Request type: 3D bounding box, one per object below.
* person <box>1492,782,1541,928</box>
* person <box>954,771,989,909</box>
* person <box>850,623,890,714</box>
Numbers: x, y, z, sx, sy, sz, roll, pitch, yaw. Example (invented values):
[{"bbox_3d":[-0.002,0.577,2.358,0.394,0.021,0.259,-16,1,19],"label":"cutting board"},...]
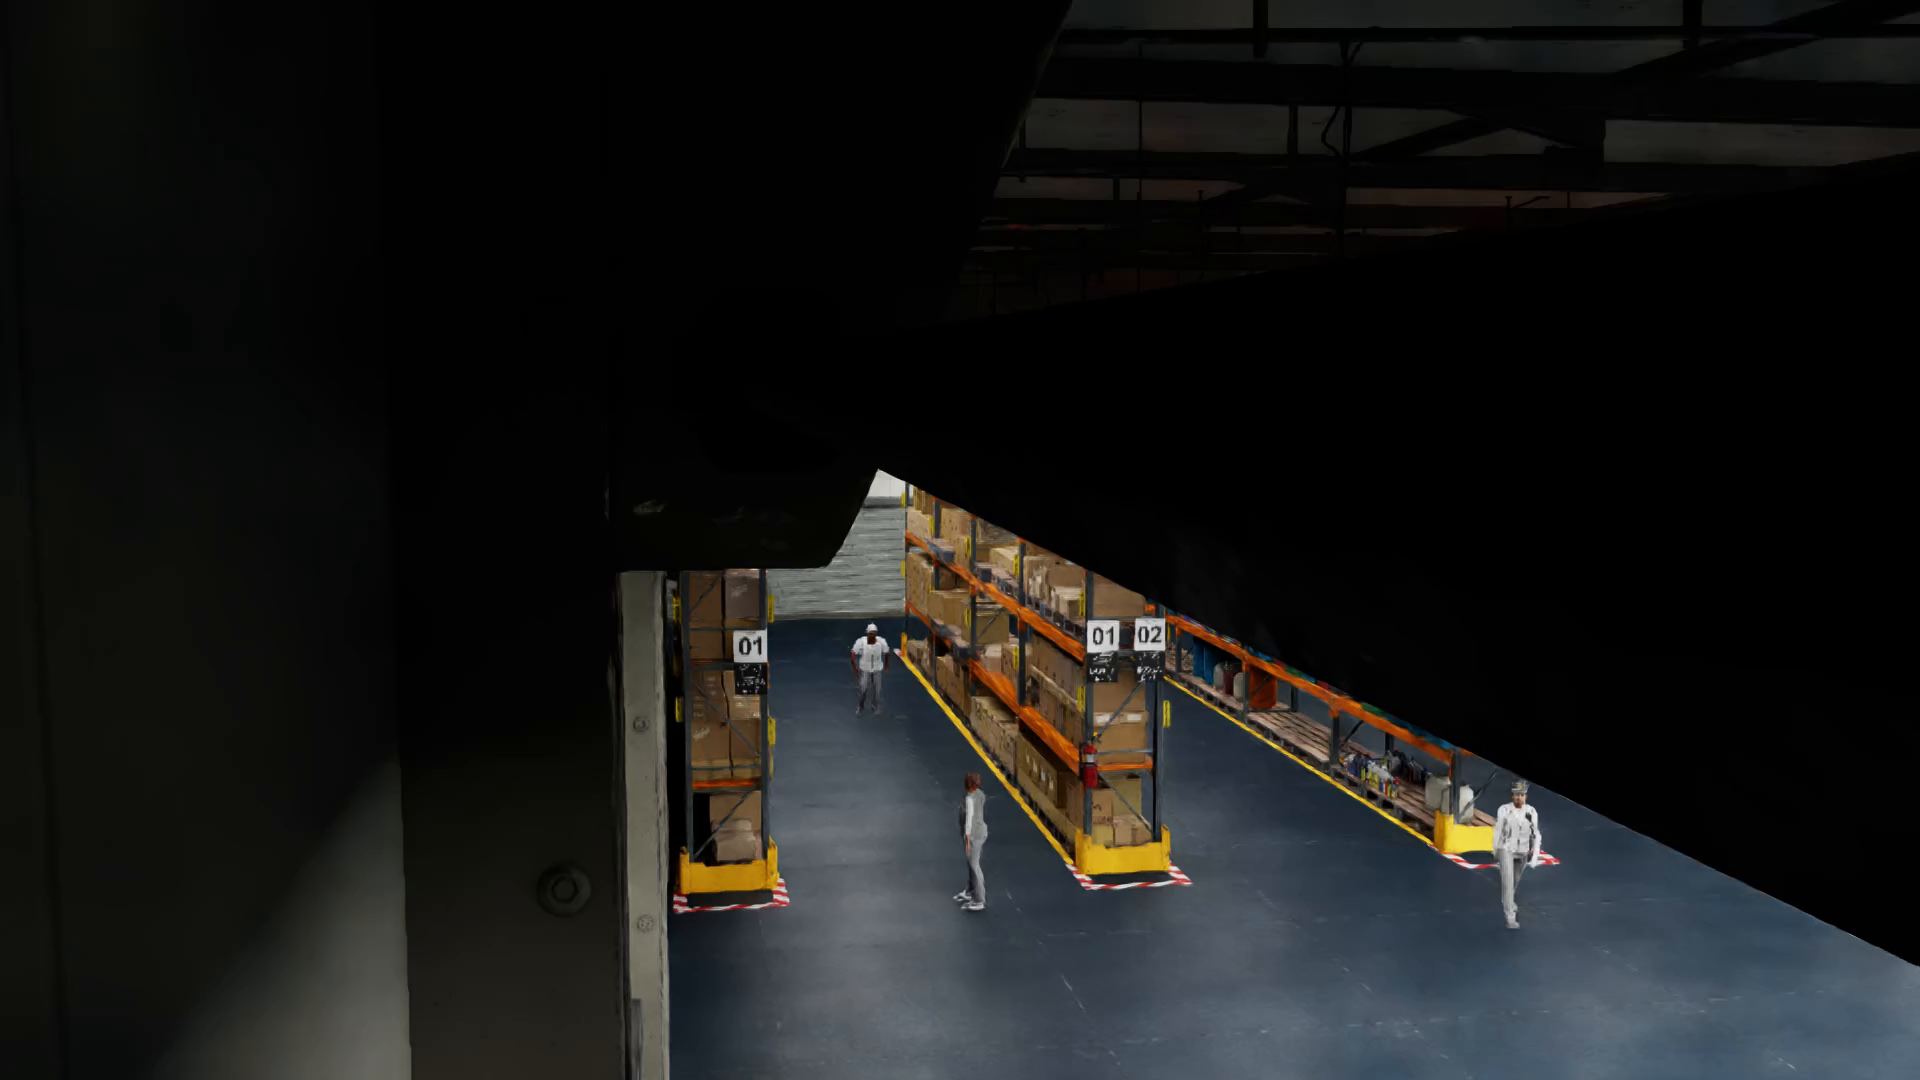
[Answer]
[{"bbox_3d":[6.363,3.539,19.001,0.482,1.621,0.997,0,6,-1],"label":"person"},{"bbox_3d":[0.125,3.503,19.527,0.449,1.599,0.467,2,6,21],"label":"person"},{"bbox_3d":[-1.628,2.351,30.262,0.719,1.713,0.578,-1,6,-12],"label":"person"}]
